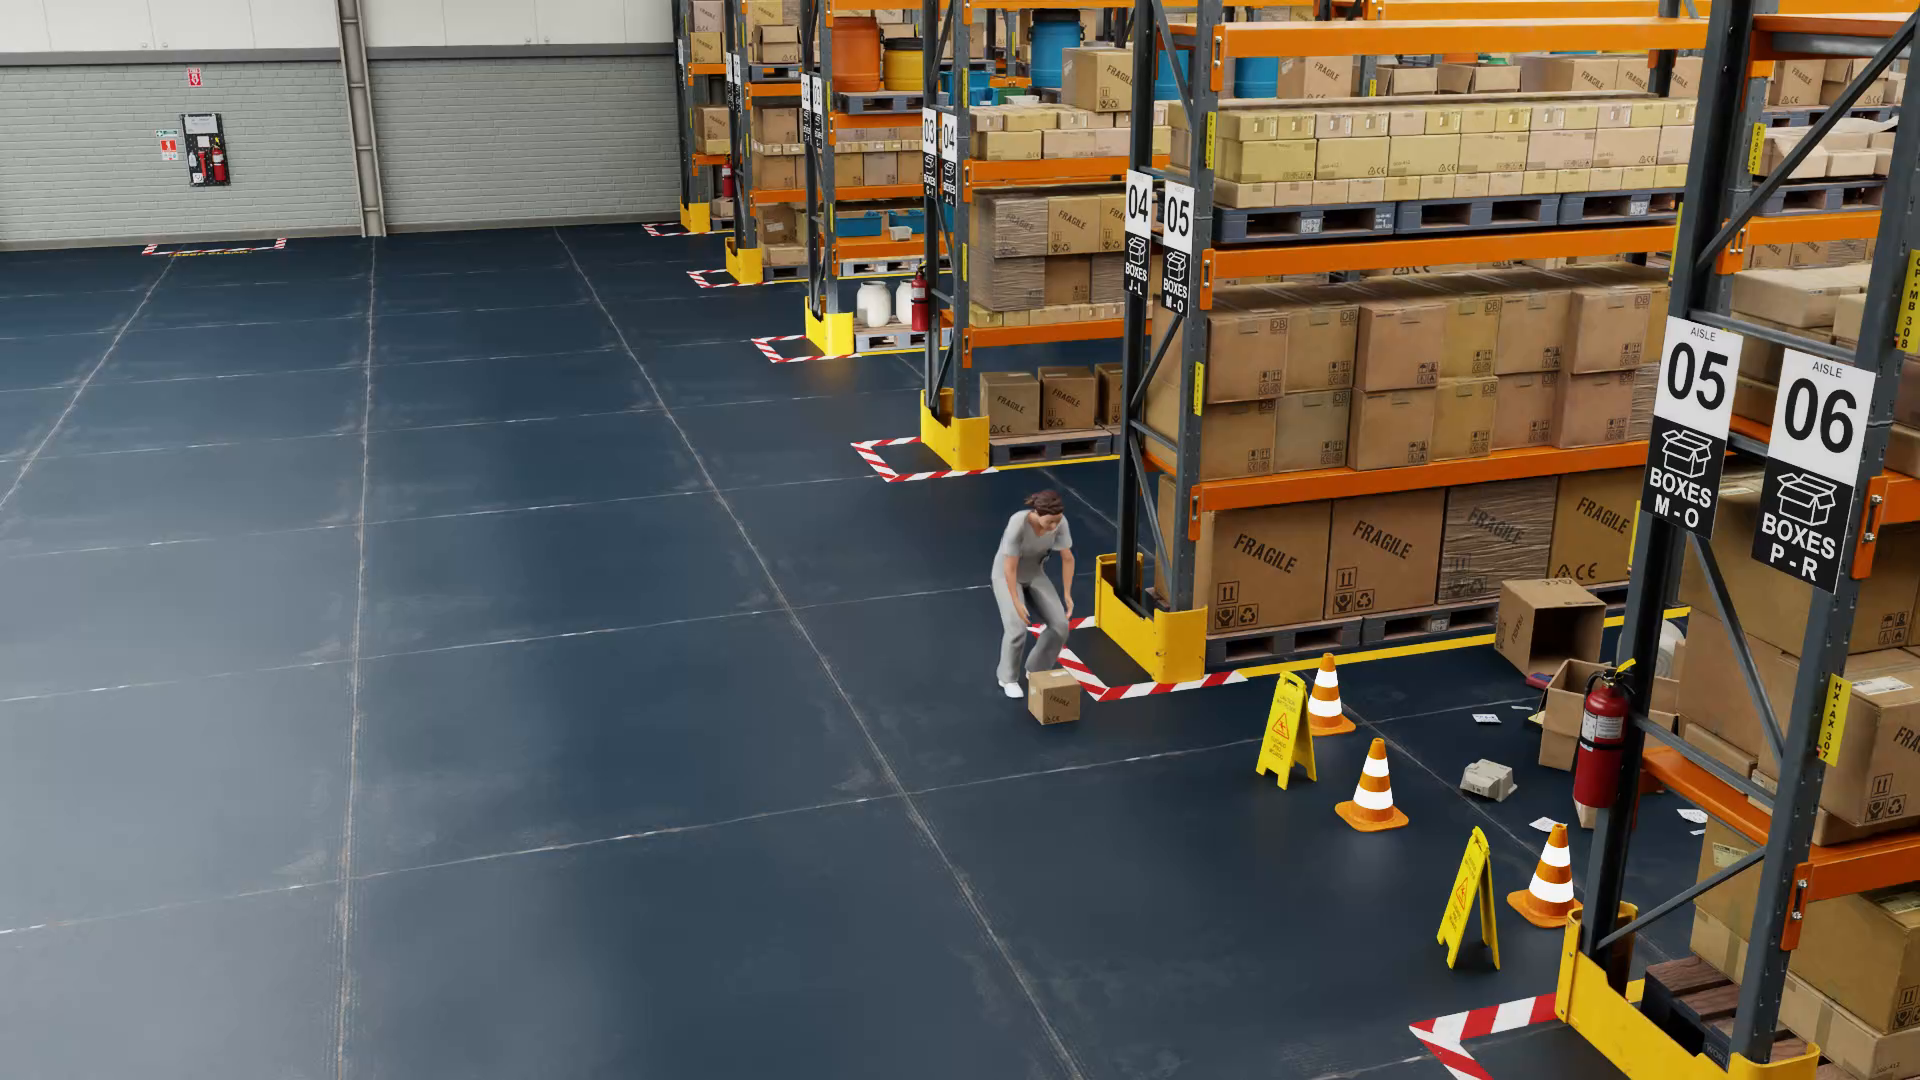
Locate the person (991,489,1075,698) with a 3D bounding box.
[{"bbox_3d":[0.473,0.300,10.613,0.490,1.417,0.615,-8,21,-21],"label":"person"}]
